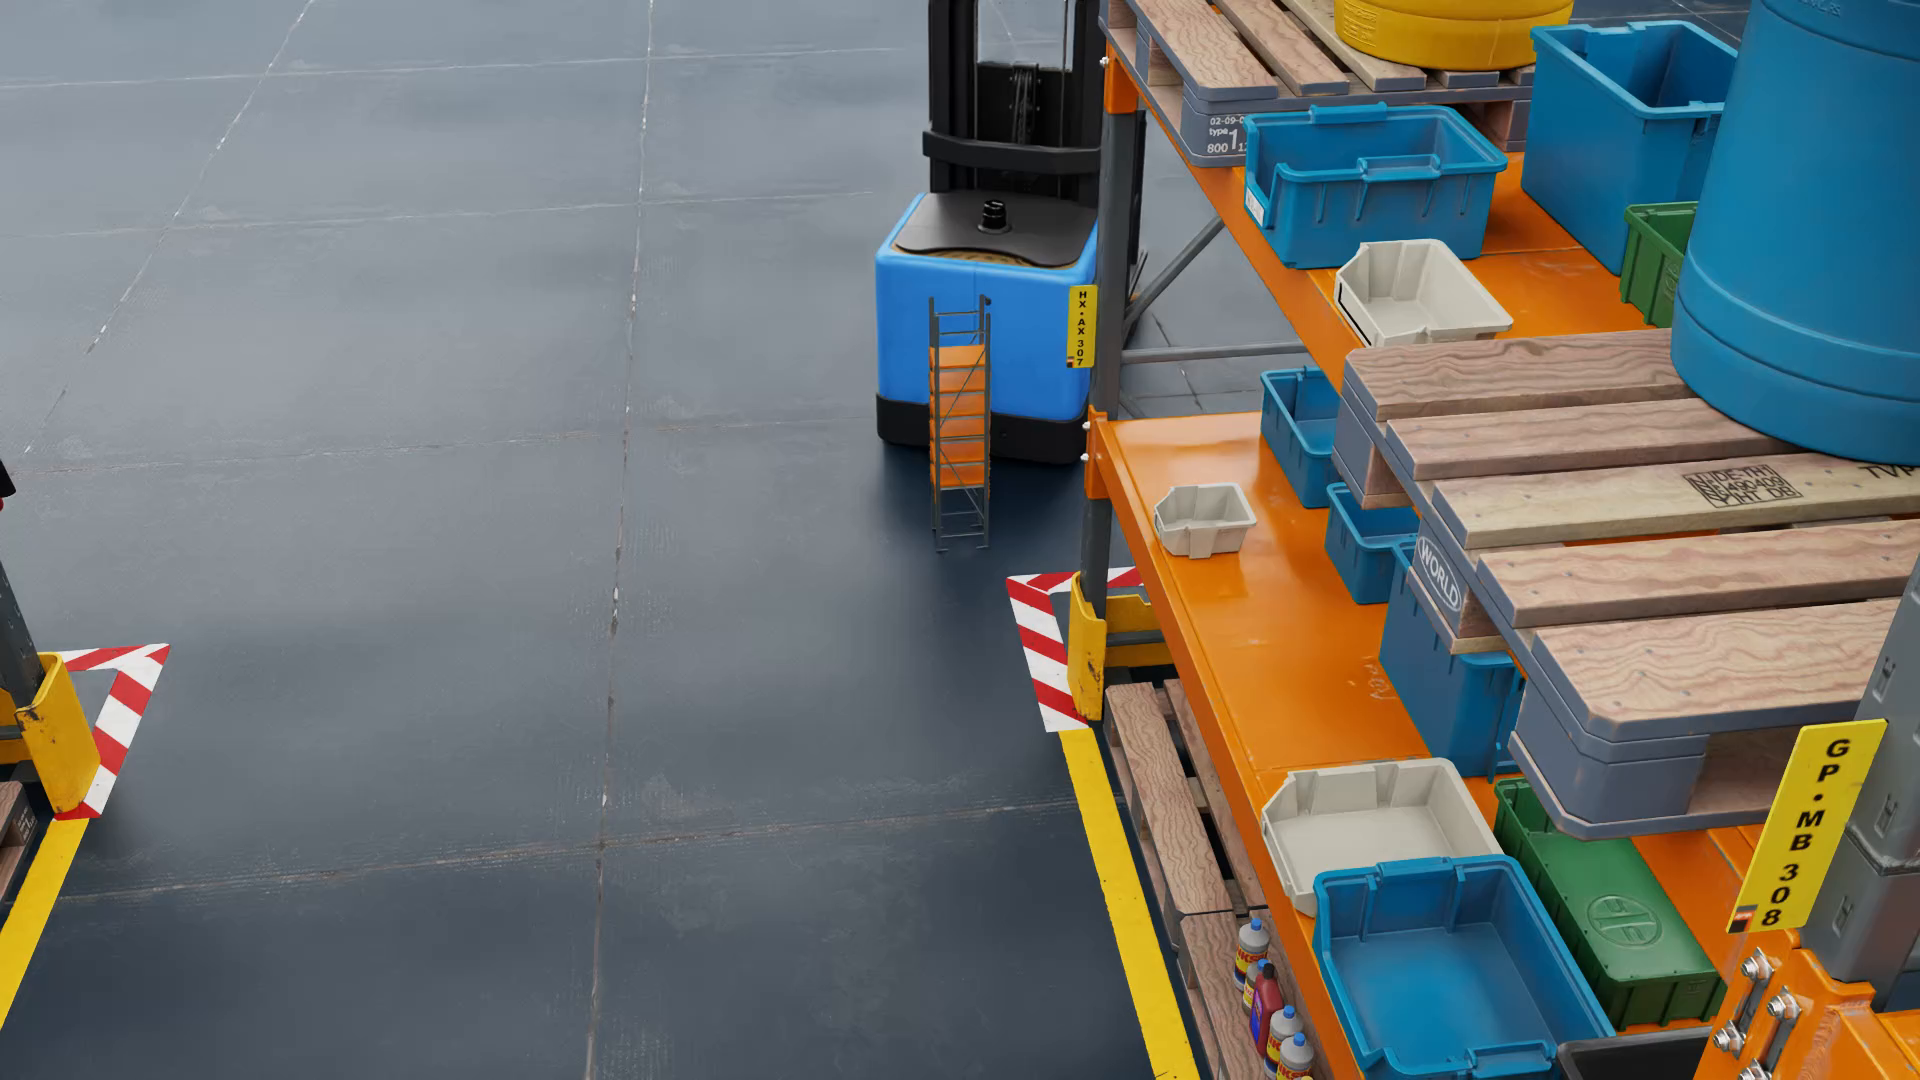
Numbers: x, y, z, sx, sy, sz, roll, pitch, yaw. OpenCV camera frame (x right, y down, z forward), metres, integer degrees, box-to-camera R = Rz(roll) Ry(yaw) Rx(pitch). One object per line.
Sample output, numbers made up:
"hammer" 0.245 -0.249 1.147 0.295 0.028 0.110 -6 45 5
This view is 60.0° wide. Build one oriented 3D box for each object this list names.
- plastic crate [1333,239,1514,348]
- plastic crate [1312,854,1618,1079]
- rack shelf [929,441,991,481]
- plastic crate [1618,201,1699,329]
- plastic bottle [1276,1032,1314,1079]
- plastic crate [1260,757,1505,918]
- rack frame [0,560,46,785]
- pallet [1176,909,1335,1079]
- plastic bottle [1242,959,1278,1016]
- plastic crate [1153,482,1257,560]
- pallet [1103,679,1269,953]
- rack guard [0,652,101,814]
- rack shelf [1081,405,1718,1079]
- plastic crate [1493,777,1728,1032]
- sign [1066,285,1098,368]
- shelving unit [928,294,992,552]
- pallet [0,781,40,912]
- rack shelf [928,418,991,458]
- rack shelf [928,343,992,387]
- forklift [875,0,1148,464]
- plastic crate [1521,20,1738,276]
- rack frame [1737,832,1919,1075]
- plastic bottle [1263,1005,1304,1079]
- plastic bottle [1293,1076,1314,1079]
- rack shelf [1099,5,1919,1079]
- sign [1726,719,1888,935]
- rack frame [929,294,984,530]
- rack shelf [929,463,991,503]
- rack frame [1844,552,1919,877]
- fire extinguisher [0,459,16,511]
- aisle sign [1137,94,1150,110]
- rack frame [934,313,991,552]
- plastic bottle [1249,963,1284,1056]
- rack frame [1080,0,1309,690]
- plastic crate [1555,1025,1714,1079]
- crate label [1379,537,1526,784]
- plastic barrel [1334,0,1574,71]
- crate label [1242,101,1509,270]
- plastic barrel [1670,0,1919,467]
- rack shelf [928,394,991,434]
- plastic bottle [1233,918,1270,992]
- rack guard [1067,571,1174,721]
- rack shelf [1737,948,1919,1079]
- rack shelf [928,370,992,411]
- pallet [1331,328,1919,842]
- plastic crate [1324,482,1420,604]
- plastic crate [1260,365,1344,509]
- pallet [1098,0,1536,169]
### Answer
"plastic crate" 0.904 -0.451 3.319 0.243 0.136 0.396 -4 35 -6
"plastic crate" 1.103 1.009 3.738 0.499 0.251 0.616 -4 35 -6
"rack shelf" -0.002 -0.368 7.517 0.258 0.103 0.180 -4 35 -6
"plastic crate" 1.578 -0.509 3.357 0.336 0.188 0.450 -4 35 -6
"plastic bottle" 0.977 1.540 4.858 0.097 0.271 0.097 0 34 0
"plastic crate" 1.051 0.766 4.196 0.530 0.136 0.437 -4 35 -6
"rack frame" -3.925 -0.313 5.545 1.000 3.000 0.127 -4 35 -6
"pallet" 1.304 1.637 5.161 1.003 0.211 1.213 -4 35 -6
"plastic bottle" 0.932 1.380 5.156 0.097 0.201 0.097 0 34 0
"plastic crate" 0.784 -0.055 5.401 0.298 0.136 0.250 -4 35 -6
"pallet" 1.143 0.957 6.158 1.003 0.211 1.213 -4 35 -6
"rack guard" -3.915 0.763 6.187 1.175 0.500 0.348 -4 35 -6
"rack shelf" 1.252 0.726 4.660 1.077 0.370 4.000 -4 35 -6
"plastic crate" 1.618 0.853 4.023 0.450 0.188 0.662 -4 35 -6
"sign" 0.437 -0.763 5.960 0.100 0.325 0.005 -4 35 -6
"shelving unit" -0.002 -0.504 7.424 0.258 1.200 0.189 -4 35 -6
"pallet" -3.841 1.338 5.599 1.003 0.211 1.213 -4 35 -6
"rack shelf" -0.002 -0.467 7.449 0.258 0.103 0.180 -4 35 -6
"rack shelf" -0.002 -0.765 7.246 0.258 0.103 0.180 -4 35 -6
"forklift" 0.440 -2.409 8.683 1.130 2.935 3.031 8 35 12
"plastic crate" 1.537 -0.879 3.727 0.392 0.384 0.575 -4 35 -6
"rack frame" 1.521 1.544 2.820 1.000 3.000 0.127 -4 35 -6
"plastic bottle" 0.964 1.485 4.940 0.097 0.271 0.097 0 34 0
"plastic bottle" 0.991 1.625 4.797 0.097 0.201 0.097 0 34 0
"rack shelf" 1.252 -0.514 3.816 1.077 0.370 4.000 -4 35 -6
"sign" 0.974 0.337 1.921 0.100 0.325 0.005 -4 35 -6
"rack frame" -0.014 -0.555 7.499 0.240 1.200 0.006 -4 35 -6
"rack shelf" -0.002 -0.269 7.584 0.258 0.103 0.180 -4 35 -6
"rack frame" 1.521 -0.935 1.131 1.000 3.000 0.127 -4 35 -6
"fire extinguisher" -3.484 -0.379 5.712 0.296 0.674 0.183 -4 35 -6
"aisle sign" 0.683 -1.780 5.390 0.394 0.787 0.004 -4 35 -6
"rack frame" 0.010 -0.453 7.349 0.240 1.200 0.006 -4 35 -6
"plastic bottle" 0.930 1.416 5.030 0.061 0.283 0.133 -4 34 -6
"rack frame" 0.983 -0.688 6.096 1.000 3.000 0.127 -4 35 -6
"plastic crate" 1.576 1.268 3.280 0.767 0.338 0.504 -4 35 -6
"crate label" 1.498 0.304 4.608 0.502 0.435 0.616 -4 35 -6
"plastic barrel" 1.262 -1.552 4.160 0.600 0.588 0.600 0 34 0
"crate label" 0.907 -0.796 3.723 0.502 0.251 0.408 -4 35 -6
"plastic barrel" 1.493 -0.639 2.543 0.600 0.901 0.708 -4 35 -6
"rack shelf" -0.002 -0.566 7.381 0.258 0.103 0.180 -4 35 -6
"plastic bottle" 0.918 1.293 5.221 0.097 0.271 0.097 0 34 0
"rack guard" 1.039 0.384 6.742 1.175 0.500 0.348 -4 35 -6
"rack shelf" 1.790 1.718 0.540 1.077 0.370 4.000 -4 35 -6
"rack shelf" -0.002 -0.665 7.314 0.258 0.103 0.180 -4 35 -6
"pallet" 1.327 -0.012 2.609 1.213 0.211 1.003 -4 35 -6
"plastic crate" 1.428 -0.007 5.228 0.499 0.251 0.408 -4 35 -6
"plastic crate" 1.346 -0.370 5.761 0.499 0.251 0.616 -4 35 -6
"pallet" 0.997 -1.380 4.616 1.003 0.211 1.213 -4 35 -6
